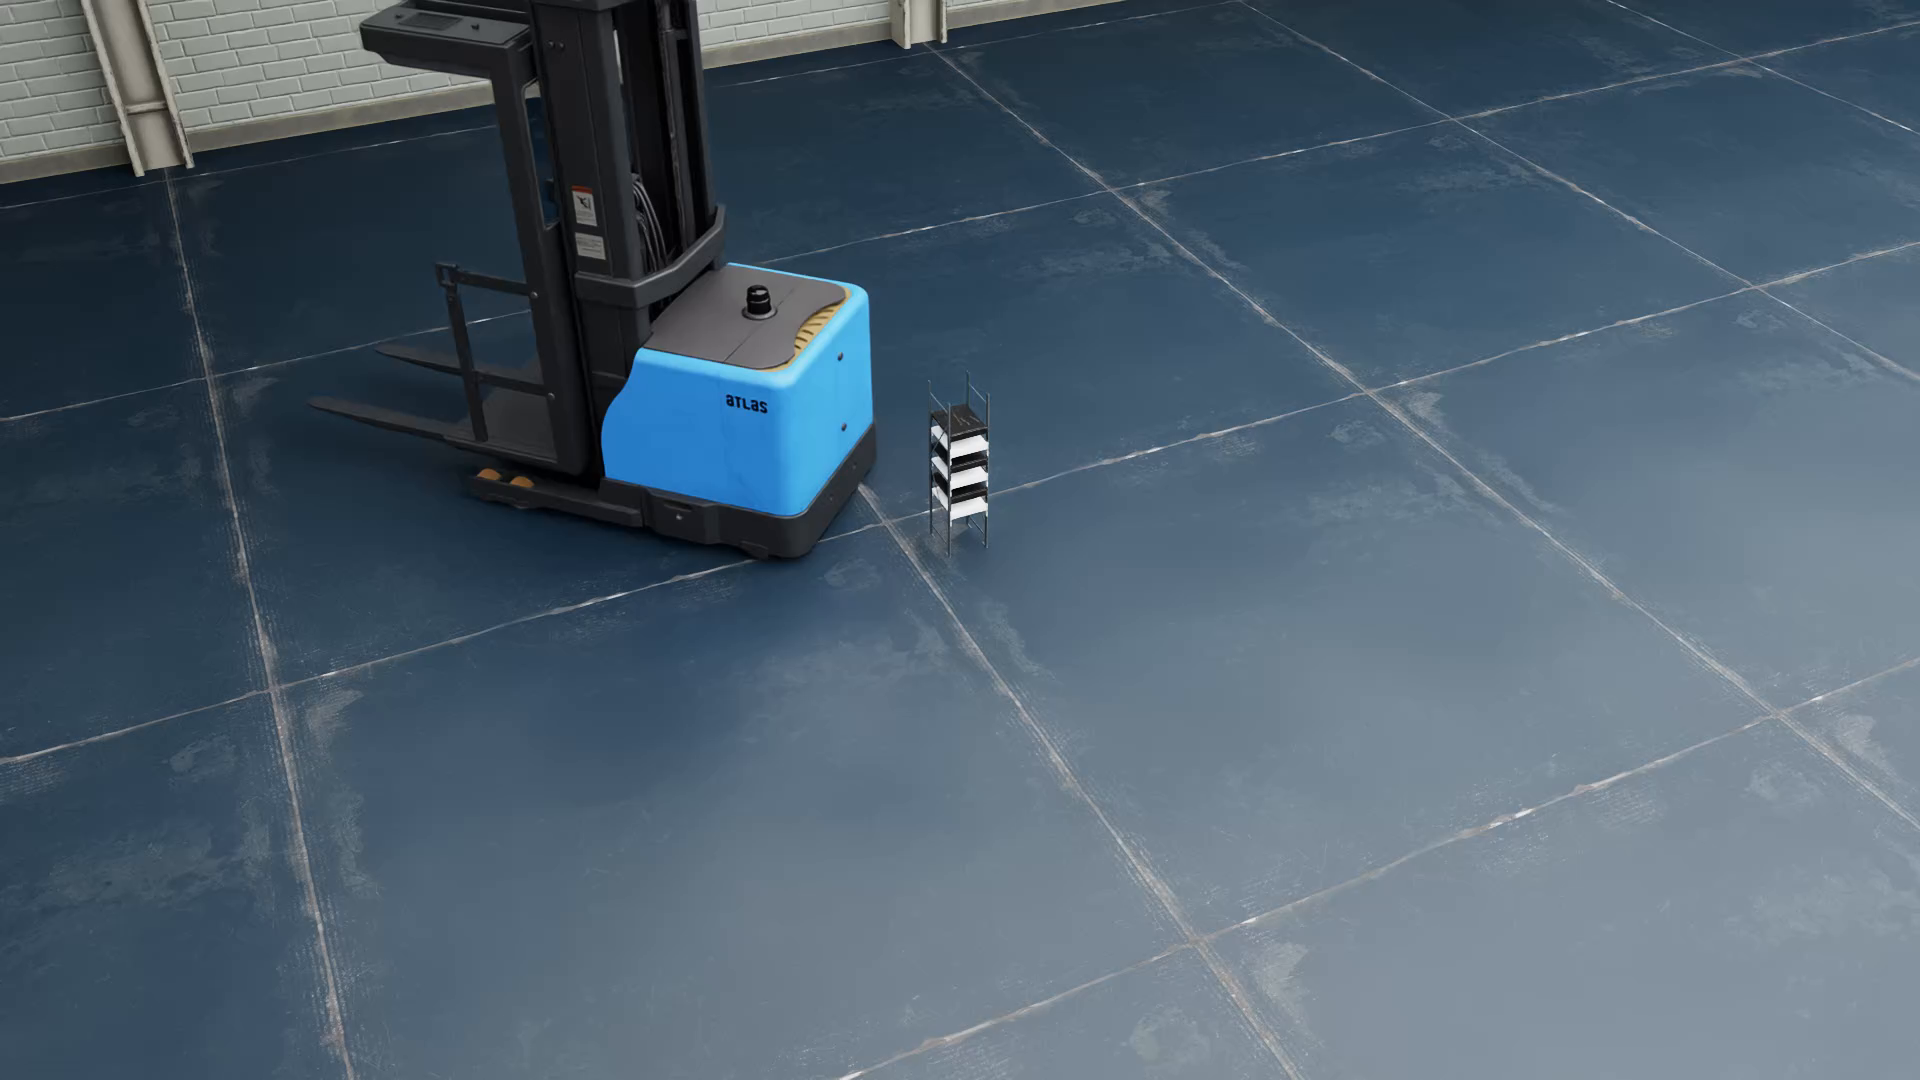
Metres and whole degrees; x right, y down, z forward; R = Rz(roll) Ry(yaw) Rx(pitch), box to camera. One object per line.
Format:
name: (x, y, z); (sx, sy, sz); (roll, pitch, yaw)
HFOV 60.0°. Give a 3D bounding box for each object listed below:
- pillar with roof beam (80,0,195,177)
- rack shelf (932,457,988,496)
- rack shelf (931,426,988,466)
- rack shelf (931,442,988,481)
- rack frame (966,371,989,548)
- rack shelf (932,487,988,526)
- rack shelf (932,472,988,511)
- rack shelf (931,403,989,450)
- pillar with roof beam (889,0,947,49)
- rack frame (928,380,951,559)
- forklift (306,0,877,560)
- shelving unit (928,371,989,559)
pillar with roof beam: (-3.953, -4.024, 6.265); (0.400, 9.000, 9.100); (-16, 39, -20)
rack shelf: (-0.007, -0.333, 8.142); (0.200, 0.077, 0.258); (-16, 39, -20)
rack shelf: (-0.007, -0.477, 8.035); (0.200, 0.077, 0.258); (-16, 39, -20)
rack shelf: (-0.007, -0.405, 8.088); (0.200, 0.077, 0.258); (-16, 39, -20)
rack frame: (0.085, -0.385, 8.157); (0.006, 0.900, 0.240); (-16, 39, -20)
rack shelf: (-0.007, -0.188, 8.249); (0.200, 0.077, 0.258); (-16, 39, -20)
rack shelf: (-0.007, -0.260, 8.196); (0.200, 0.077, 0.258); (-16, 39, -20)
rack shelf: (-0.007, -0.549, 7.981); (0.200, 0.077, 0.258); (-16, 39, -20)
pillar with roof beam: (1.478, -5.543, 8.313); (0.400, 9.000, 9.100); (-16, 39, -20)
rack frame: (-0.099, -0.334, 8.088); (0.006, 0.900, 0.240); (-16, 39, -20)
forklift: (-2.015, -1.619, 8.115); (3.031, 2.935, 1.130); (12, 38, 16)
shelving unit: (-0.007, -0.359, 8.122); (0.210, 0.900, 0.258); (-16, 39, -20)
